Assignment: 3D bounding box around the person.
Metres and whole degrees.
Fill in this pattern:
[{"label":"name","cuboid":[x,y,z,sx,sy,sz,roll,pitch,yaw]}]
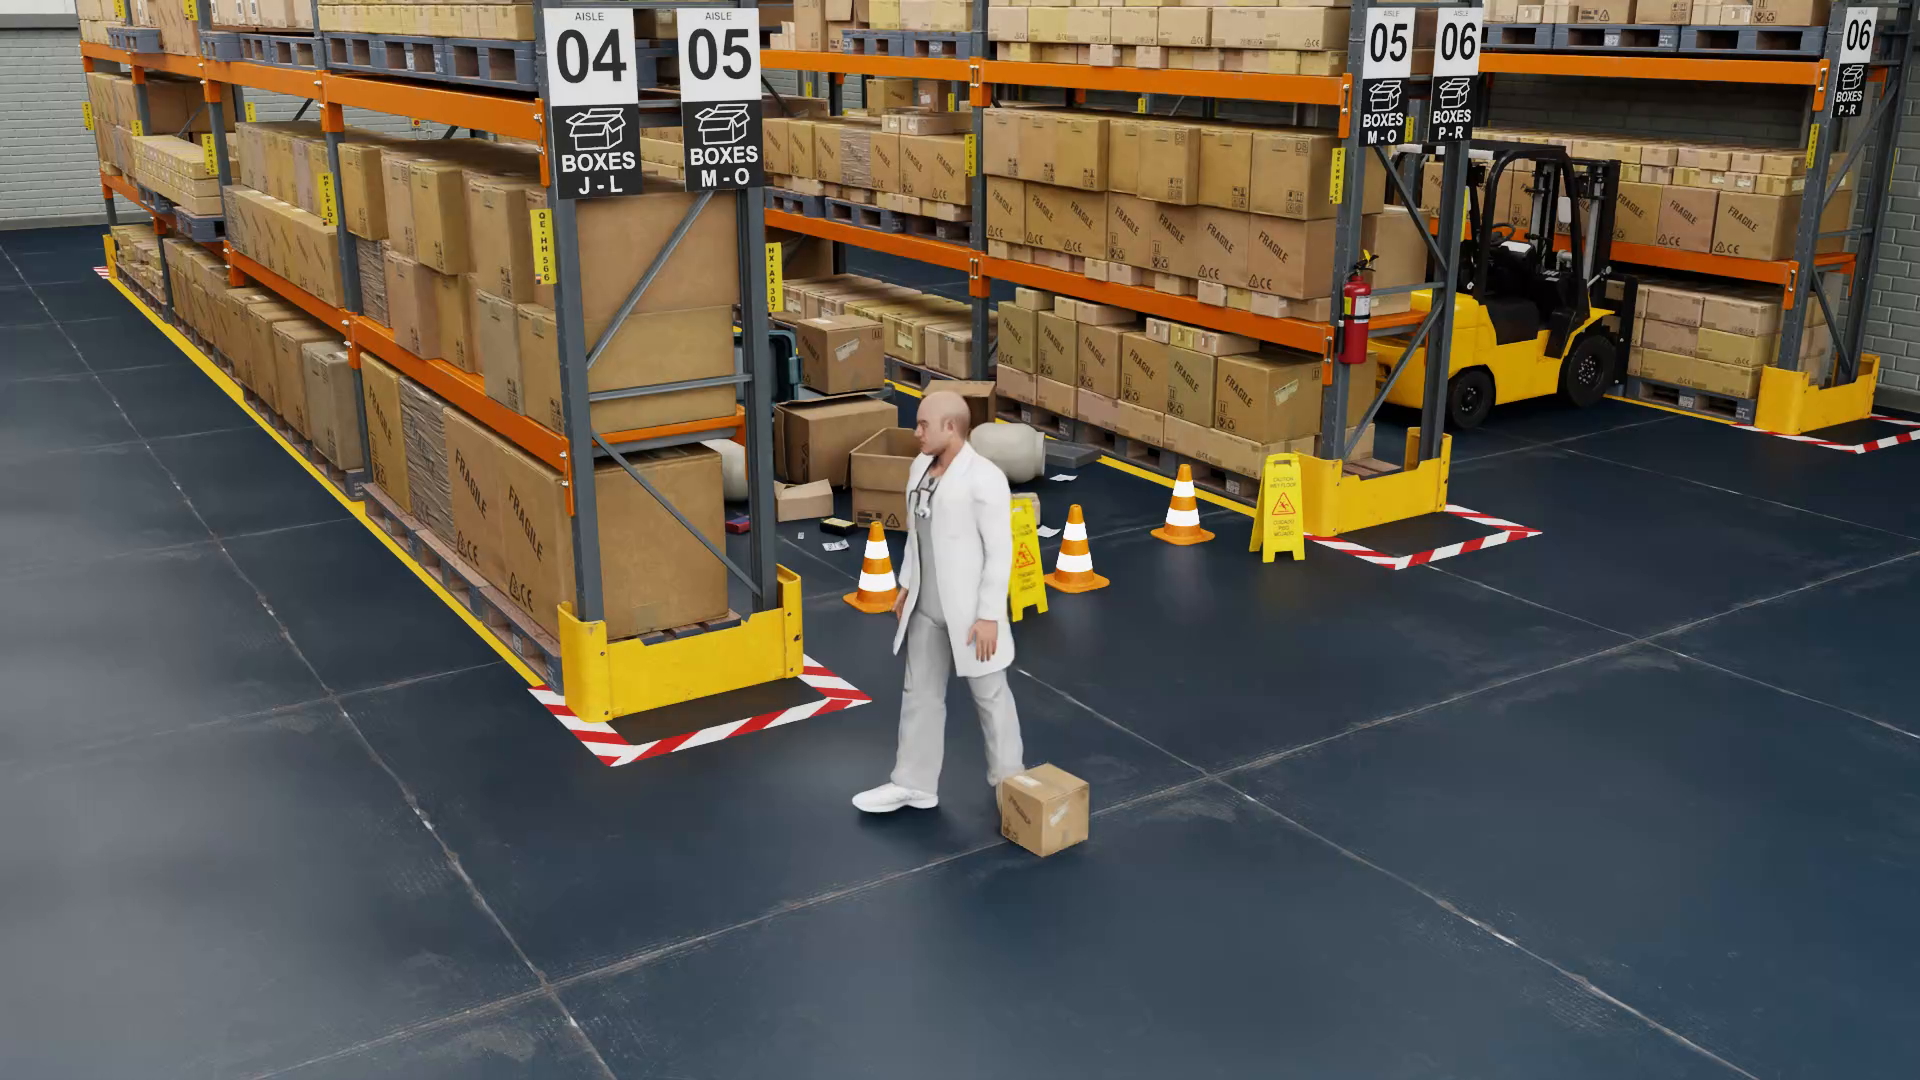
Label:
[{"label":"person","cuboid":[-0.056,0.271,6.717,0.691,1.777,0.652,-16,24,-41]}]
